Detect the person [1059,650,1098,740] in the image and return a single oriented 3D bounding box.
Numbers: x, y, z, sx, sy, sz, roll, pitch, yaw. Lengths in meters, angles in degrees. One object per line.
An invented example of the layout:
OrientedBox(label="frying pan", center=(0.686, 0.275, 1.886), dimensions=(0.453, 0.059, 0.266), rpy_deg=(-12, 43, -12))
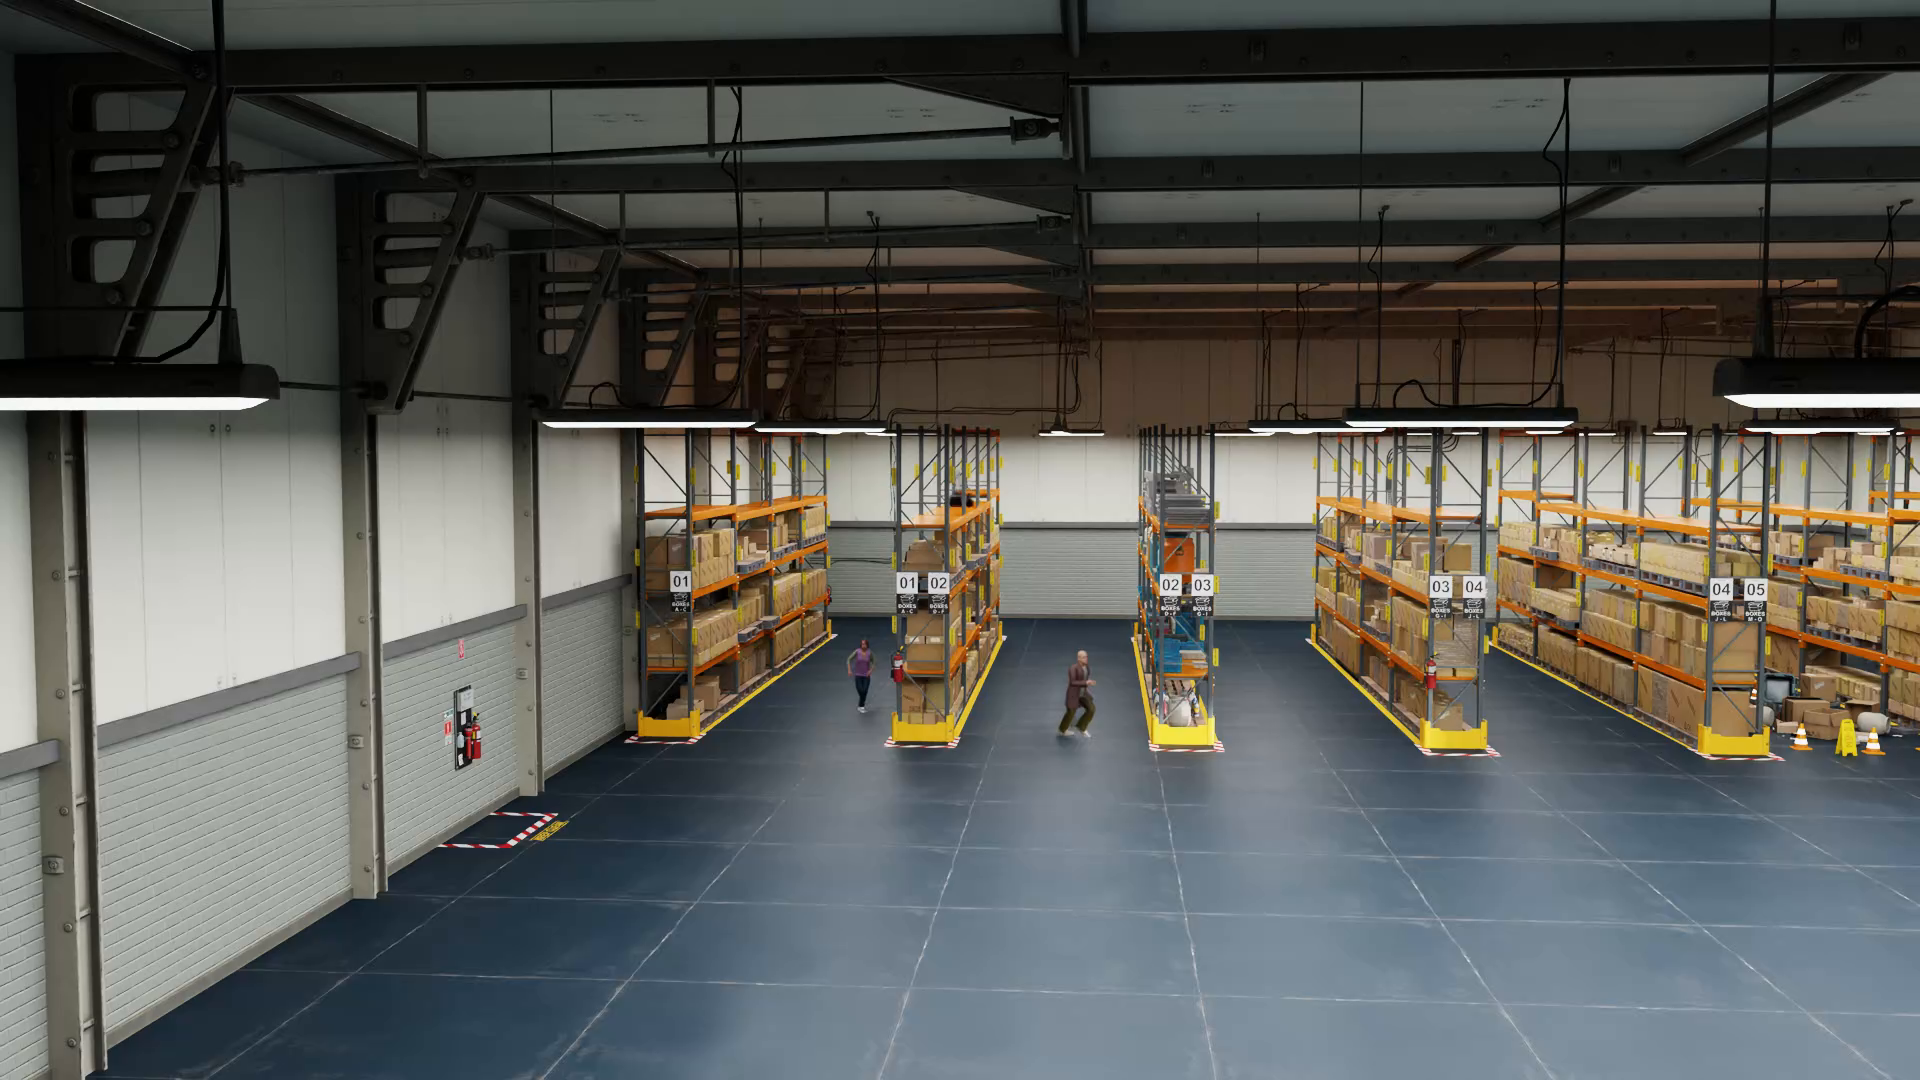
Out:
OrientedBox(label="person", center=(2.261, 2.933, 31.584), dimensions=(0.601, 1.731, 1.003), rpy_deg=(-3, 4, -39))

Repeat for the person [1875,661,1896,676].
OrientedBox(label="person", center=(21.192, 2.560, 37.992), dimensions=(0.680, 1.725, 0.711), rpy_deg=(0, 3, 0))

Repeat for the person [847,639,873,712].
OrientedBox(label="person", center=(-2.071, 2.831, 34.703), dimensions=(0.571, 1.553, 0.575), rpy_deg=(0, 3, -4))

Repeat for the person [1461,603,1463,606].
OrientedBox(label="person", center=(14.361, 2.001, 47.069), dimensions=(0.638, 1.749, 0.723), rpy_deg=(-2, 4, -25))
